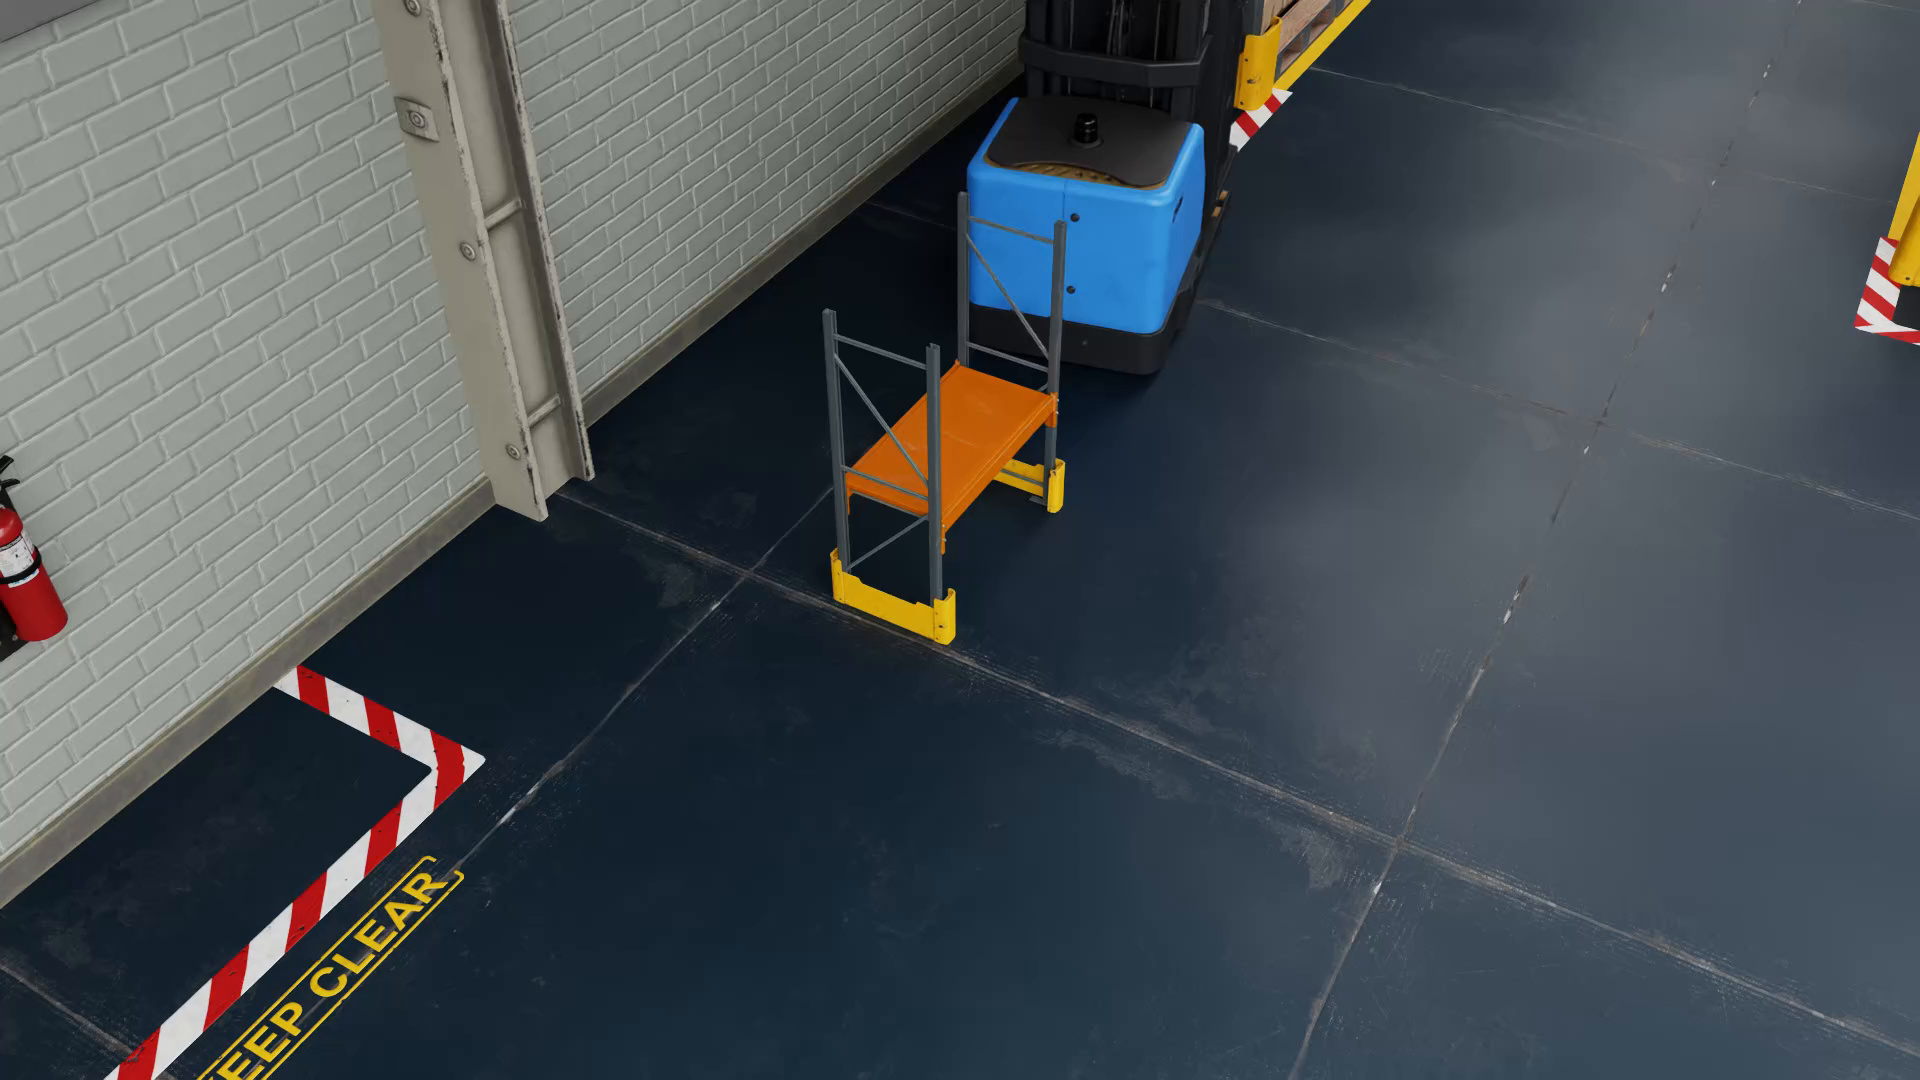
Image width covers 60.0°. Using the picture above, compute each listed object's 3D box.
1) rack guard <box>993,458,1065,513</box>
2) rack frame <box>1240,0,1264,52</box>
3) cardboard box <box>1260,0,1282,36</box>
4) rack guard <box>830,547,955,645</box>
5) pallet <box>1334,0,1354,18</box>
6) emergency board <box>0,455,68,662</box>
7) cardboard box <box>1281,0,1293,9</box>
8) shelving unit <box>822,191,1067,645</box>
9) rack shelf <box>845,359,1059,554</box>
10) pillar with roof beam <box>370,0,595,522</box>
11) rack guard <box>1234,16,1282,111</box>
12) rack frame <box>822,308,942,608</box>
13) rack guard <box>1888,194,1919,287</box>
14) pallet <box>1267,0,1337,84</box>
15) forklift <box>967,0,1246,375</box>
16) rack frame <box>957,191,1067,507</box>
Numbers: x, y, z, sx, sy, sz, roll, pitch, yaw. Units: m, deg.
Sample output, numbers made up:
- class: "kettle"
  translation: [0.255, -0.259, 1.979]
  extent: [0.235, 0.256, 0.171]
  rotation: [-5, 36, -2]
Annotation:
- class: "rack guard"
  translation: [0.211, -0.335, 7.757]
  extent: [0.587, 0.250, 0.087]
  rotation: [21, 45, 22]
- class: "rack frame"
  translation: [1.437, -4.119, 9.973]
  extent: [1.000, 3.000, 0.127]
  rotation: [21, 45, 22]
- class: "cardboard box"
  translation: [1.861, -3.641, 11.132]
  extent: [0.500, 0.311, 0.500]
  rotation: [16, 44, 17]
- class: "rack guard"
  translation: [-0.287, 0.235, 7.110]
  extent: [0.587, 0.250, 0.087]
  rotation: [21, 45, 22]
- class: "pallet"
  translation: [2.524, -4.265, 12.249]
  extent: [1.003, 0.211, 1.213]
  rotation: [21, 45, 22]
- class: "emergency board"
  translation: [-3.234, 0.029, 5.263]
  extent: [0.194, 1.169, 0.643]
  rotation: [21, 45, 22]
- class: "cardboard box"
  translation: [2.147, -3.968, 11.503]
  extent: [0.500, 0.311, 0.500]
  rotation: [25, 47, 25]
- class: "shelving unit"
  translation: [-0.038, -0.519, 7.020]
  extent: [0.587, 1.500, 1.083]
  rotation: [21, 45, 22]
- class: "rack shelf"
  translation: [-0.043, -0.379, 7.133]
  extent: [0.538, 0.185, 1.000]
  rotation: [21, 45, 22]
- class: "pillar with roof beam"
  translation: [1.763, -2.200, 3.255]
  extent: [9.100, 9.000, 0.400]
  rotation: [21, 45, 22]
- class: "rack guard"
  translation: [1.475, -3.225, 10.849]
  extent: [1.175, 0.500, 0.348]
  rotation: [21, 45, 22]
- class: "rack frame"
  translation: [-0.297, -0.223, 6.684]
  extent: [0.500, 1.500, 0.032]
  rotation: [21, 45, 22]
- class: "rack guard"
  translation: [5.716, -1.531, 8.926]
  extent: [1.175, 0.500, 0.348]
  rotation: [21, 45, 22]
- class: "pallet"
  translation: [1.912, -3.569, 11.459]
  extent: [1.003, 0.211, 1.213]
  rotation: [21, 45, 22]
- class: "forklift"
  translation: [0.950, -2.921, 8.664]
  extent: [1.130, 2.935, 3.031]
  rotation: [12, 43, 13]
- class: "rack frame"
  translation: [0.212, -0.805, 7.345]
  extent: [0.500, 1.500, 0.032]
  rotation: [21, 45, 22]
